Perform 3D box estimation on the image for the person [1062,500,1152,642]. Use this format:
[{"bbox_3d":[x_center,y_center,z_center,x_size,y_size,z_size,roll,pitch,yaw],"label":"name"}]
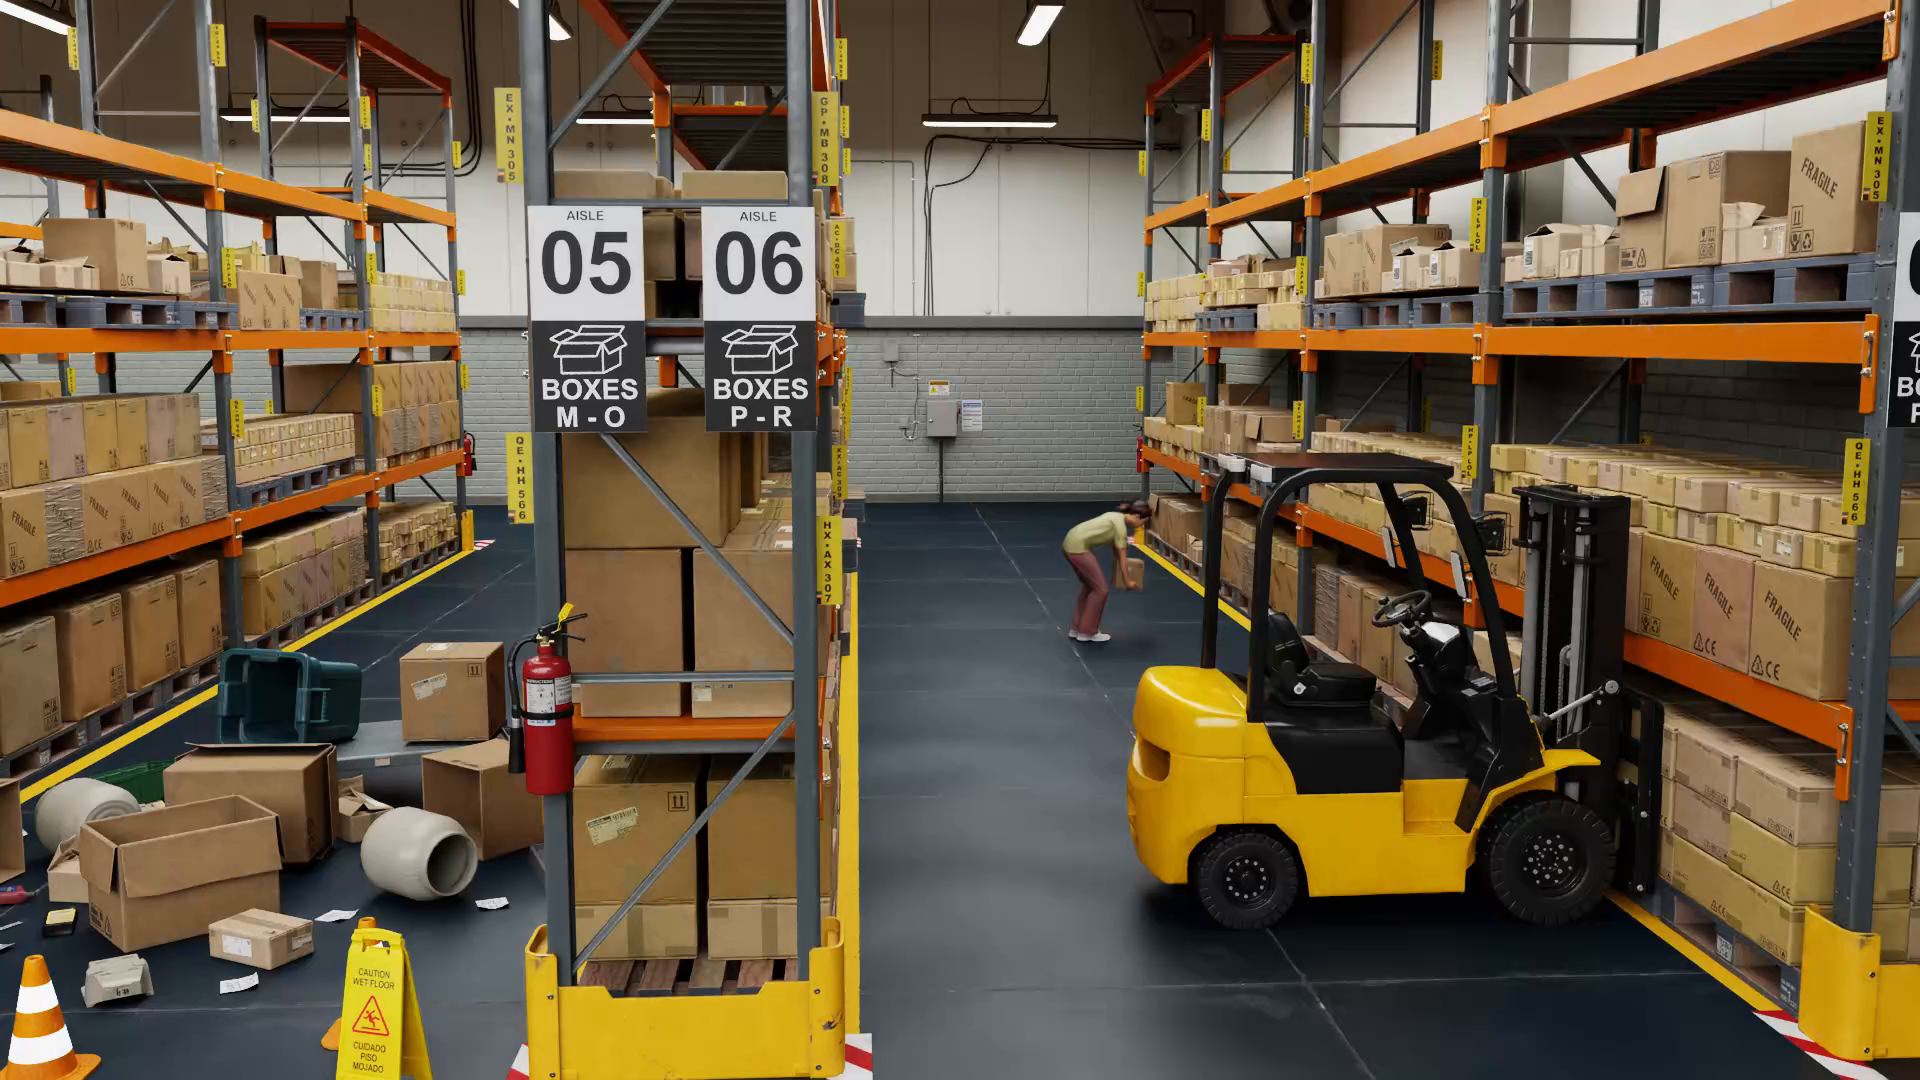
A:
[{"bbox_3d":[1.343,0.276,15.164,0.819,1.273,0.418,-1,7,-6],"label":"person"}]
